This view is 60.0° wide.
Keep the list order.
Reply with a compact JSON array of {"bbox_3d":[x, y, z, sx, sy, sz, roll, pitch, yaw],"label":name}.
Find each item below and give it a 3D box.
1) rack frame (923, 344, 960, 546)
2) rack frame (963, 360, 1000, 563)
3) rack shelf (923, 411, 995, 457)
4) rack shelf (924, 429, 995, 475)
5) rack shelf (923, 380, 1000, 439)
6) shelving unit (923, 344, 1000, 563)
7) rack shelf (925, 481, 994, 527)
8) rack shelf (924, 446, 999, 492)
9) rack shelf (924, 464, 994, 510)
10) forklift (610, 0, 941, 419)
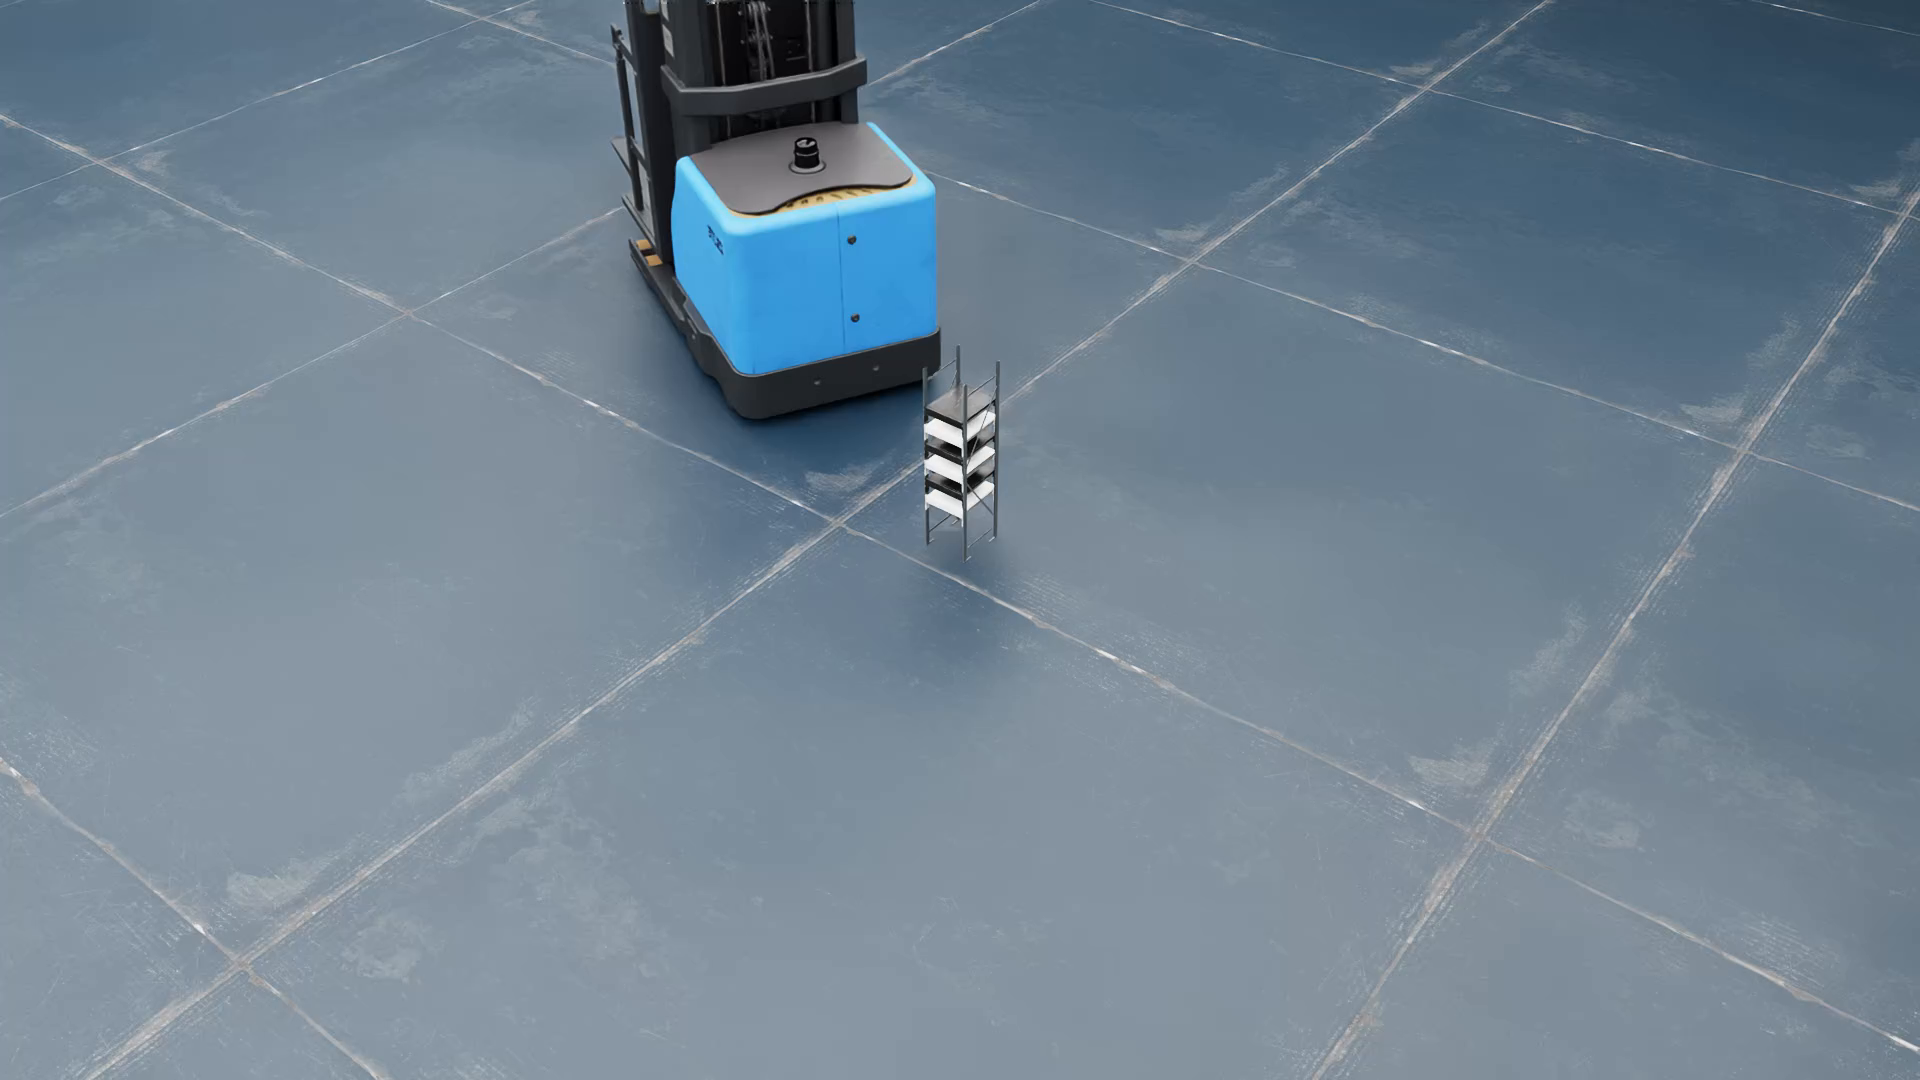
[{"bbox_3d":[-0.074,-0.389,7.017,0.006,0.900,0.240,25,45,29],"label":"rack frame"},{"bbox_3d":[0.087,-0.313,6.920,0.006,0.900,0.240,25,45,29],"label":"rack frame"},{"bbox_3d":[0.006,-0.467,6.878,0.200,0.077,0.258,25,45,29],"label":"rack shelf"},{"bbox_3d":[0.006,-0.396,6.934,0.200,0.077,0.258,25,45,29],"label":"rack shelf"},{"bbox_3d":[0.006,-0.538,6.823,0.200,0.077,0.258,25,45,29],"label":"rack shelf"},{"bbox_3d":[0.006,-0.351,6.969,0.210,0.900,0.258,25,45,29],"label":"shelving unit"},{"bbox_3d":[0.006,-0.183,7.100,0.200,0.077,0.258,25,45,29],"label":"rack shelf"},{"bbox_3d":[0.006,-0.325,6.989,0.200,0.077,0.258,25,45,29],"label":"rack shelf"},{"bbox_3d":[0.006,-0.254,7.045,0.200,0.077,0.258,25,45,29],"label":"rack shelf"},{"bbox_3d":[-1.163,-2.631,8.233,1.130,2.935,3.031,-16,41,-19],"label":"forklift"}]
